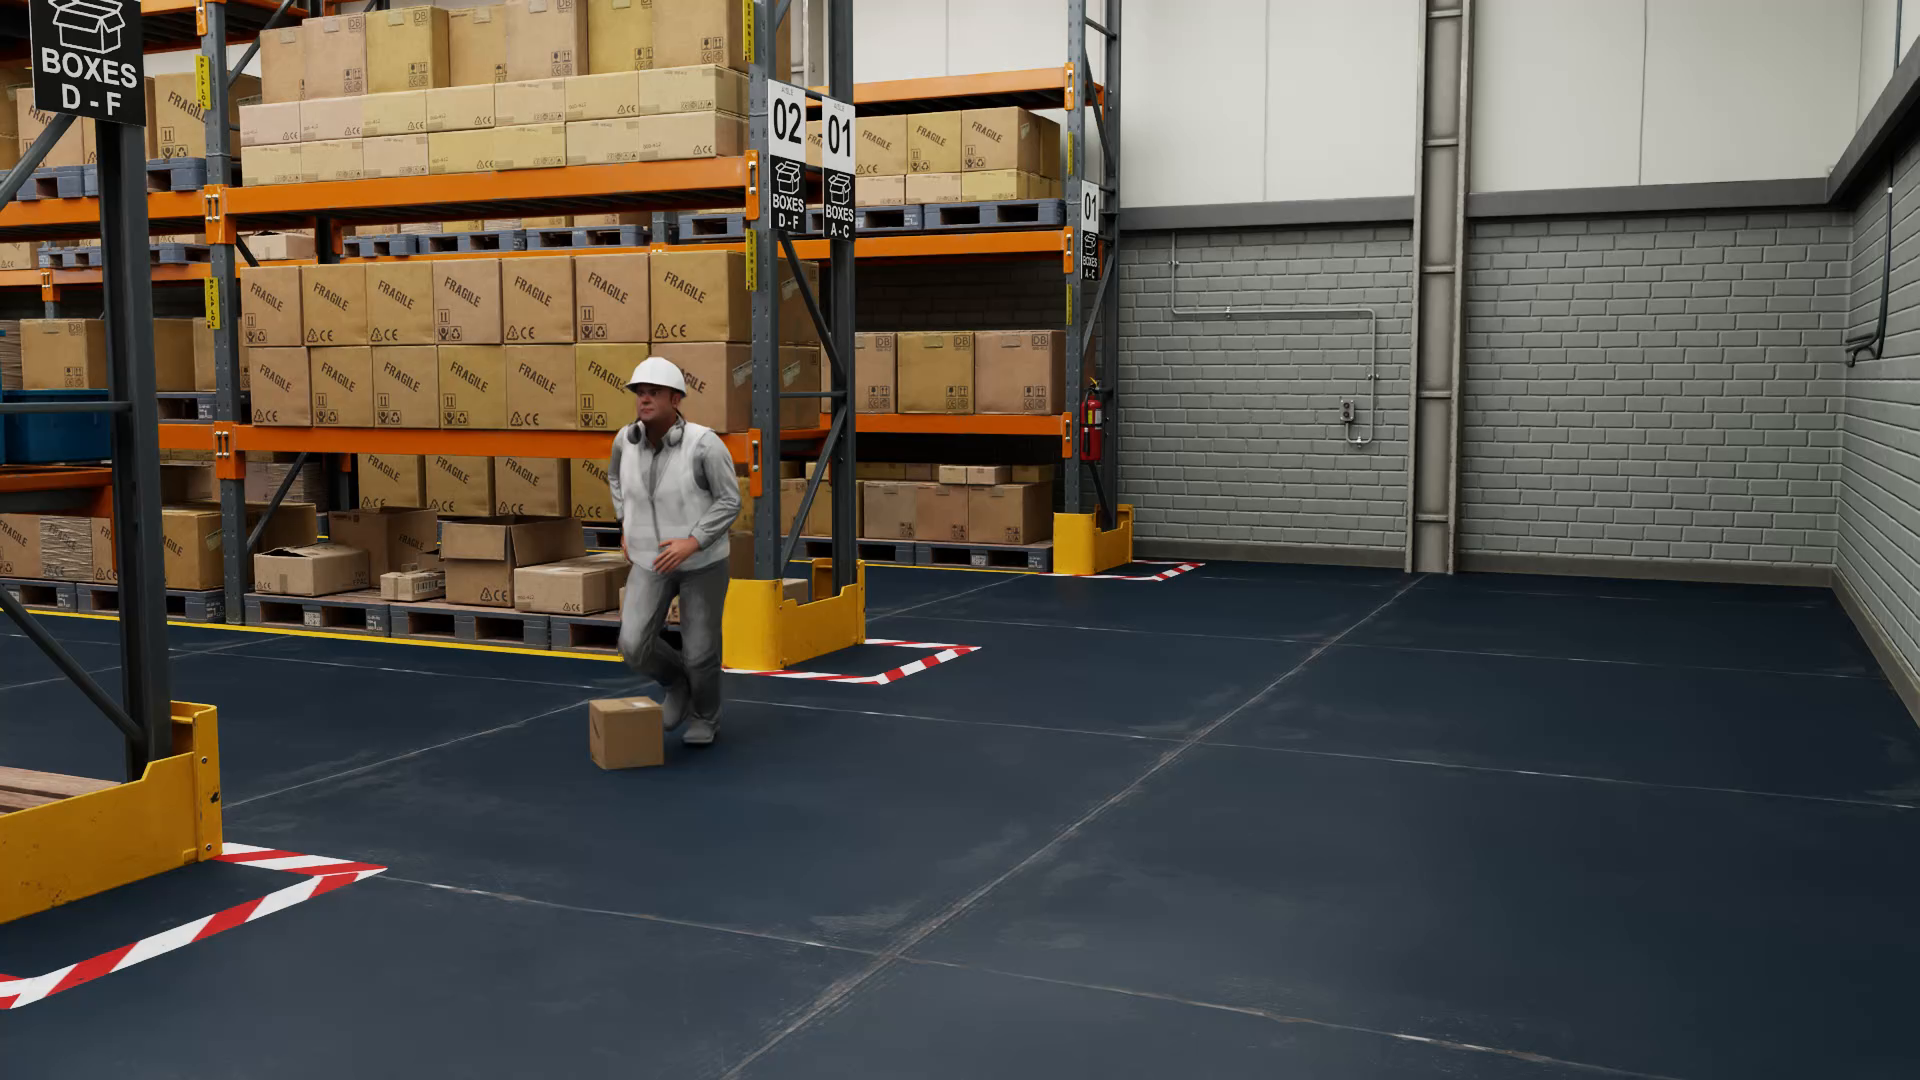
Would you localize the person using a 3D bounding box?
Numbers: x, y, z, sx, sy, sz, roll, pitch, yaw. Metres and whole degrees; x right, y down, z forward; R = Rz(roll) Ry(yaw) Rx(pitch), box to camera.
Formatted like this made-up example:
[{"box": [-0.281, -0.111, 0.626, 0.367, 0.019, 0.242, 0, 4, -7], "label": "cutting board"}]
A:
[{"box": [-1.210, 0.068, 7.091, 0.676, 1.682, 0.709, 1, 6, 13], "label": "person"}]
